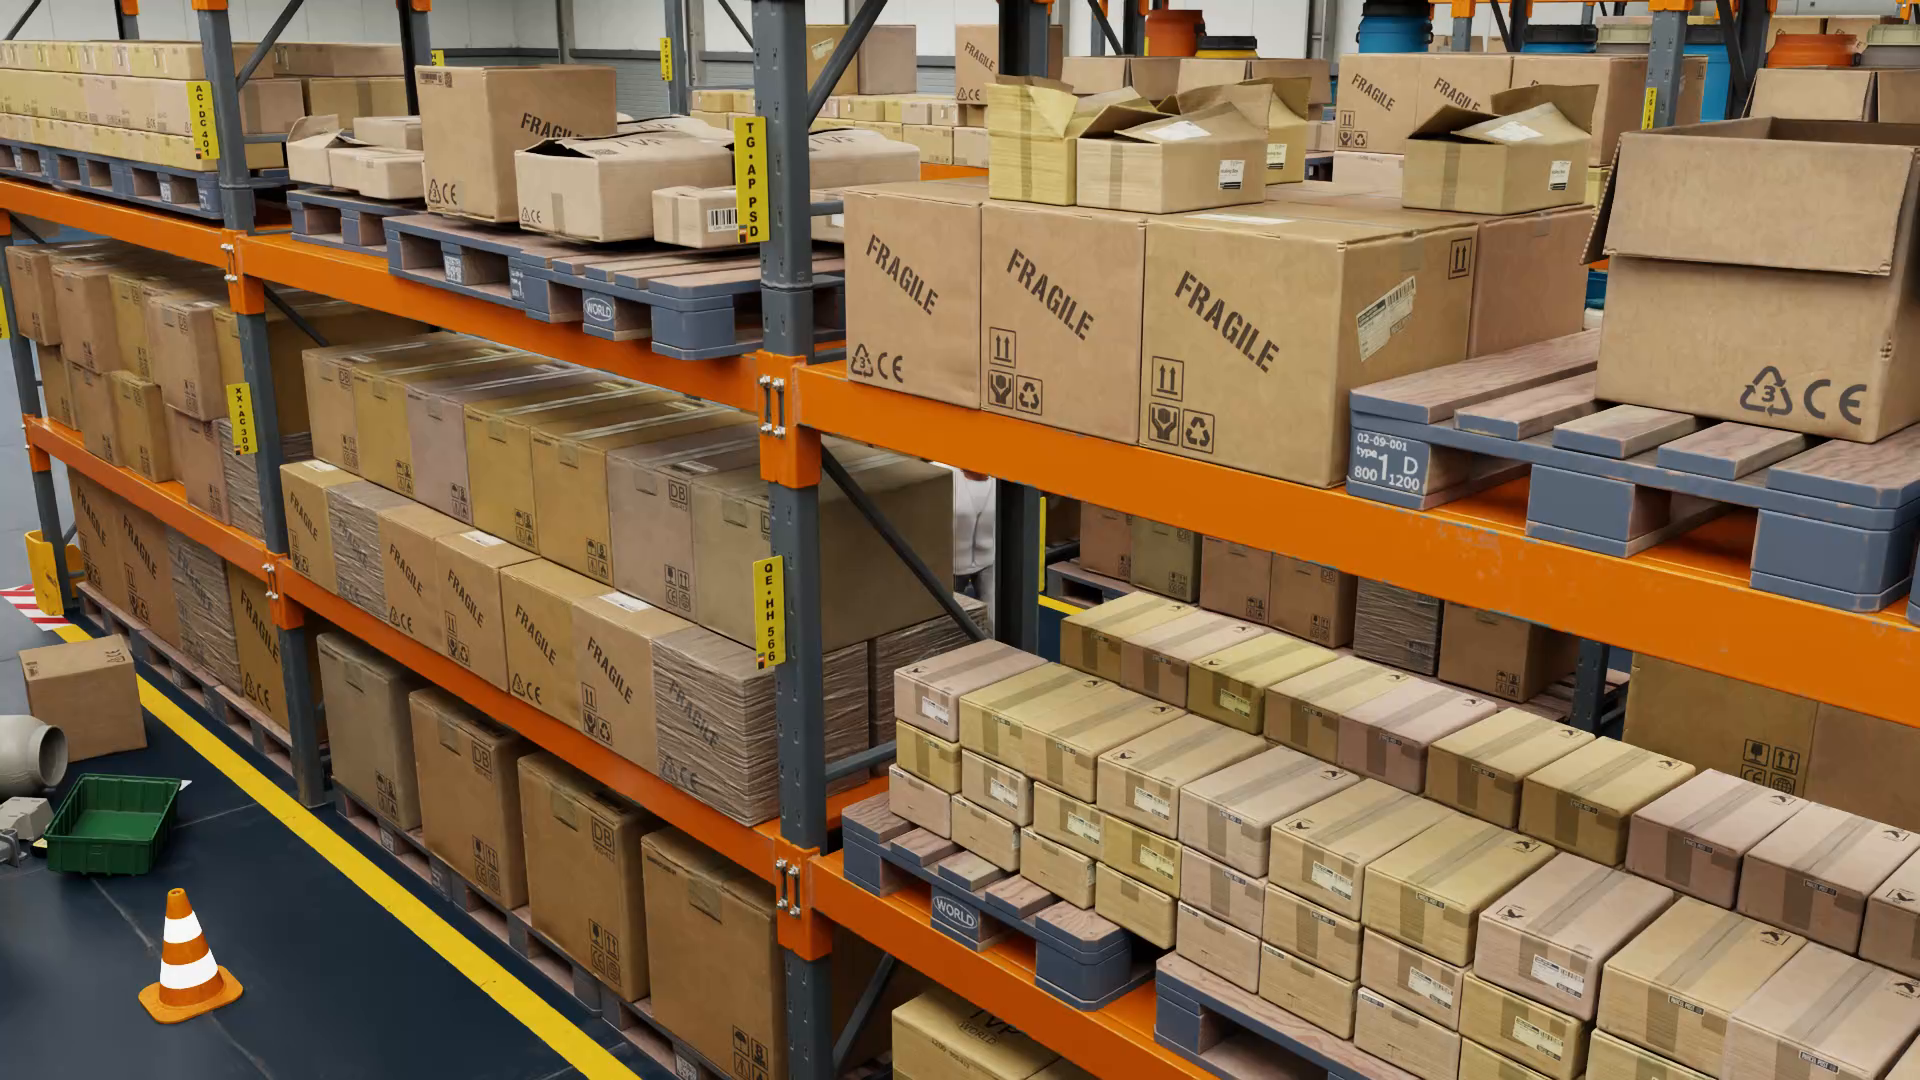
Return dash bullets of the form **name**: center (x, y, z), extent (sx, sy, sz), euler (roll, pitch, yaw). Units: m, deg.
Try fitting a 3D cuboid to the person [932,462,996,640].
- **person**: center (0.033, 0.098, 9.225), extent (0.561, 1.728, 0.990), euler (-2, 17, -7)
